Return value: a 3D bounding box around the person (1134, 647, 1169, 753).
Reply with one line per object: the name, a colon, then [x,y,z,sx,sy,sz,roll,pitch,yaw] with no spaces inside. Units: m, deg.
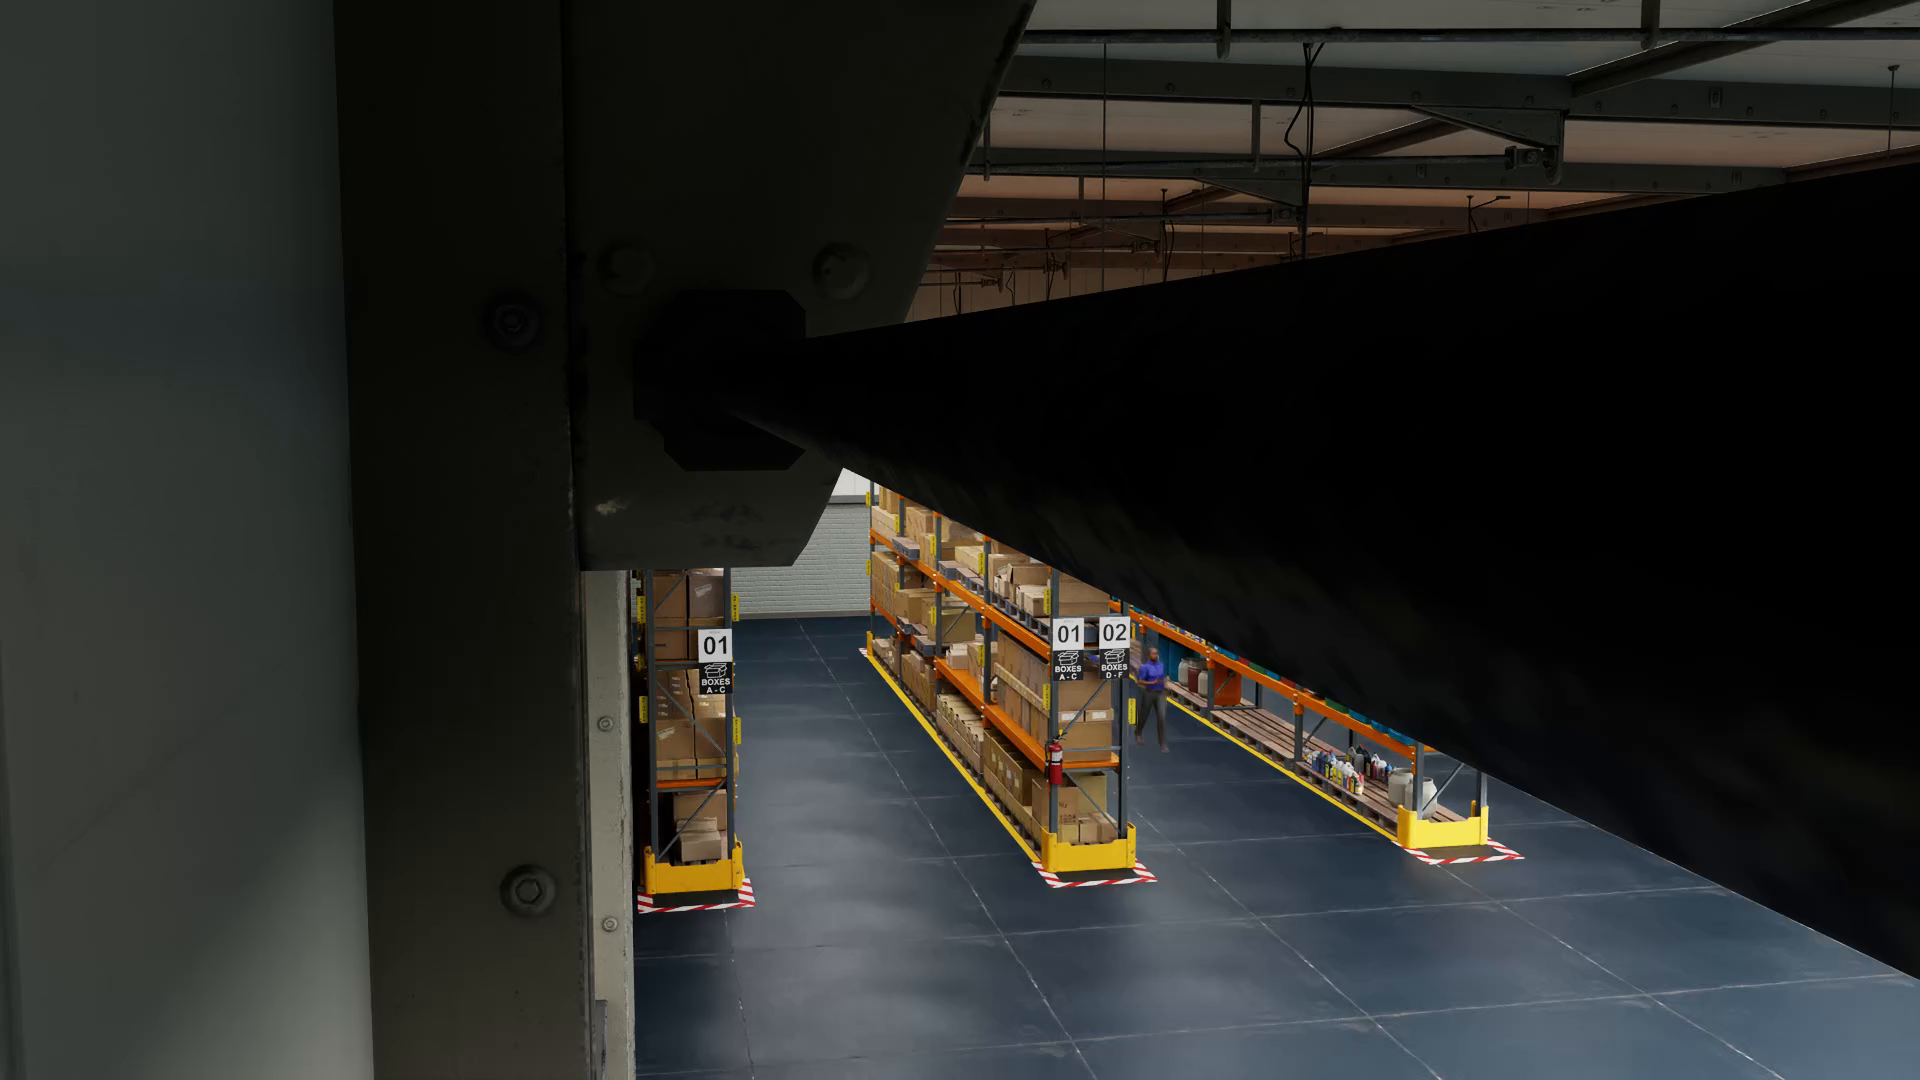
person: [3.115,2.545,26.806,0.575,1.657,0.938,-2,6,-18]
